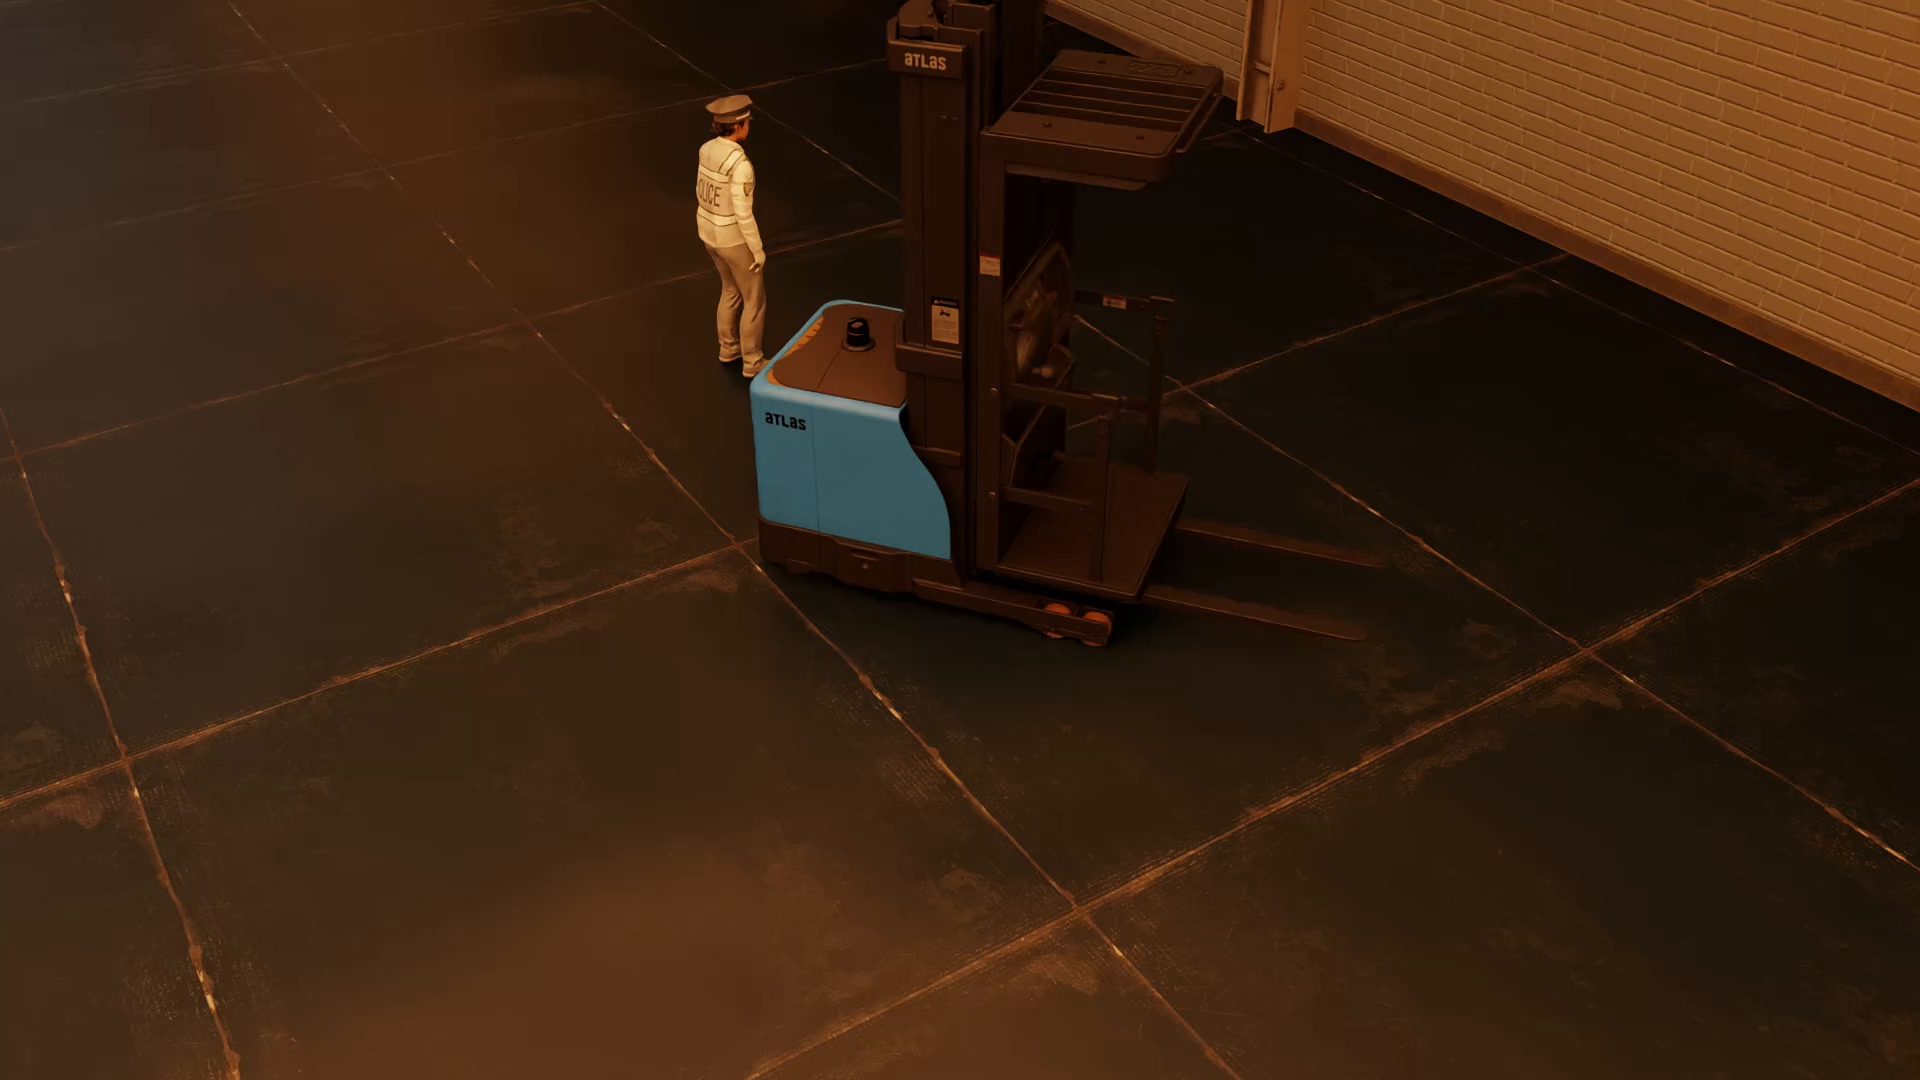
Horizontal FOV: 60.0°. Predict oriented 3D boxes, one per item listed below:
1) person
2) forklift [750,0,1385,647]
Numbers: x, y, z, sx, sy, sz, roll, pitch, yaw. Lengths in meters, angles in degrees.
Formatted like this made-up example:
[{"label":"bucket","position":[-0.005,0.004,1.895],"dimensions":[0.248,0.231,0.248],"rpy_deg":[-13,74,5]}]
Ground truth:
[{"label":"person","position":[-1.325,-1.769,9.770],"dimensions":[0.374,1.662,0.536],"rpy_deg":[-24,42,-30]},{"label":"forklift","position":[0.553,-1.035,7.620],"dimensions":[3.031,2.935,1.130],"rpy_deg":[12,37,16]}]
